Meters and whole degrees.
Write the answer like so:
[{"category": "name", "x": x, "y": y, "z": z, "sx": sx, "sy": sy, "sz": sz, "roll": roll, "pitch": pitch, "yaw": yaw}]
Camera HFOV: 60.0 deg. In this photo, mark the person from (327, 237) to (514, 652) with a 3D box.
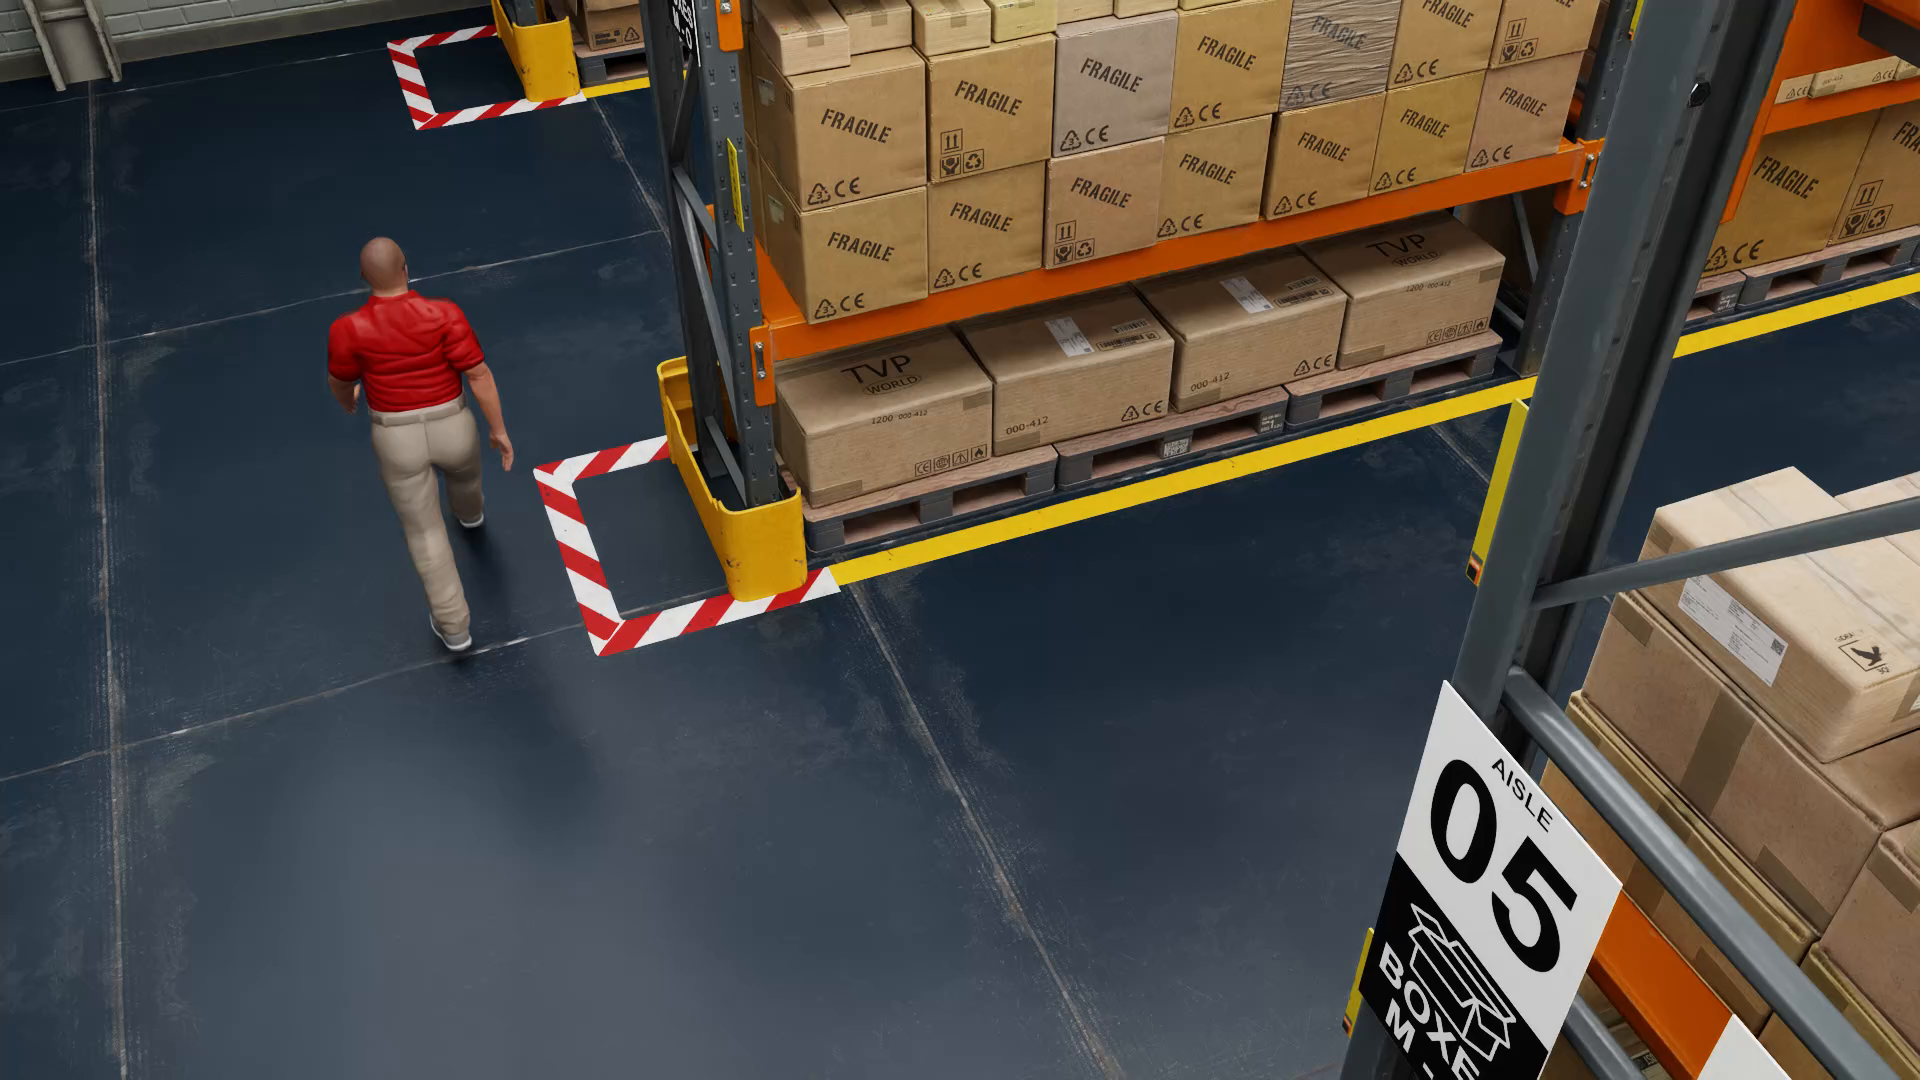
[{"category": "person", "x": -2.173, "y": -0.493, "z": 6.716, "sx": 0.606, "sy": 1.647, "sz": 1.118, "roll": -16, "pitch": 44, "yaw": -17}]
